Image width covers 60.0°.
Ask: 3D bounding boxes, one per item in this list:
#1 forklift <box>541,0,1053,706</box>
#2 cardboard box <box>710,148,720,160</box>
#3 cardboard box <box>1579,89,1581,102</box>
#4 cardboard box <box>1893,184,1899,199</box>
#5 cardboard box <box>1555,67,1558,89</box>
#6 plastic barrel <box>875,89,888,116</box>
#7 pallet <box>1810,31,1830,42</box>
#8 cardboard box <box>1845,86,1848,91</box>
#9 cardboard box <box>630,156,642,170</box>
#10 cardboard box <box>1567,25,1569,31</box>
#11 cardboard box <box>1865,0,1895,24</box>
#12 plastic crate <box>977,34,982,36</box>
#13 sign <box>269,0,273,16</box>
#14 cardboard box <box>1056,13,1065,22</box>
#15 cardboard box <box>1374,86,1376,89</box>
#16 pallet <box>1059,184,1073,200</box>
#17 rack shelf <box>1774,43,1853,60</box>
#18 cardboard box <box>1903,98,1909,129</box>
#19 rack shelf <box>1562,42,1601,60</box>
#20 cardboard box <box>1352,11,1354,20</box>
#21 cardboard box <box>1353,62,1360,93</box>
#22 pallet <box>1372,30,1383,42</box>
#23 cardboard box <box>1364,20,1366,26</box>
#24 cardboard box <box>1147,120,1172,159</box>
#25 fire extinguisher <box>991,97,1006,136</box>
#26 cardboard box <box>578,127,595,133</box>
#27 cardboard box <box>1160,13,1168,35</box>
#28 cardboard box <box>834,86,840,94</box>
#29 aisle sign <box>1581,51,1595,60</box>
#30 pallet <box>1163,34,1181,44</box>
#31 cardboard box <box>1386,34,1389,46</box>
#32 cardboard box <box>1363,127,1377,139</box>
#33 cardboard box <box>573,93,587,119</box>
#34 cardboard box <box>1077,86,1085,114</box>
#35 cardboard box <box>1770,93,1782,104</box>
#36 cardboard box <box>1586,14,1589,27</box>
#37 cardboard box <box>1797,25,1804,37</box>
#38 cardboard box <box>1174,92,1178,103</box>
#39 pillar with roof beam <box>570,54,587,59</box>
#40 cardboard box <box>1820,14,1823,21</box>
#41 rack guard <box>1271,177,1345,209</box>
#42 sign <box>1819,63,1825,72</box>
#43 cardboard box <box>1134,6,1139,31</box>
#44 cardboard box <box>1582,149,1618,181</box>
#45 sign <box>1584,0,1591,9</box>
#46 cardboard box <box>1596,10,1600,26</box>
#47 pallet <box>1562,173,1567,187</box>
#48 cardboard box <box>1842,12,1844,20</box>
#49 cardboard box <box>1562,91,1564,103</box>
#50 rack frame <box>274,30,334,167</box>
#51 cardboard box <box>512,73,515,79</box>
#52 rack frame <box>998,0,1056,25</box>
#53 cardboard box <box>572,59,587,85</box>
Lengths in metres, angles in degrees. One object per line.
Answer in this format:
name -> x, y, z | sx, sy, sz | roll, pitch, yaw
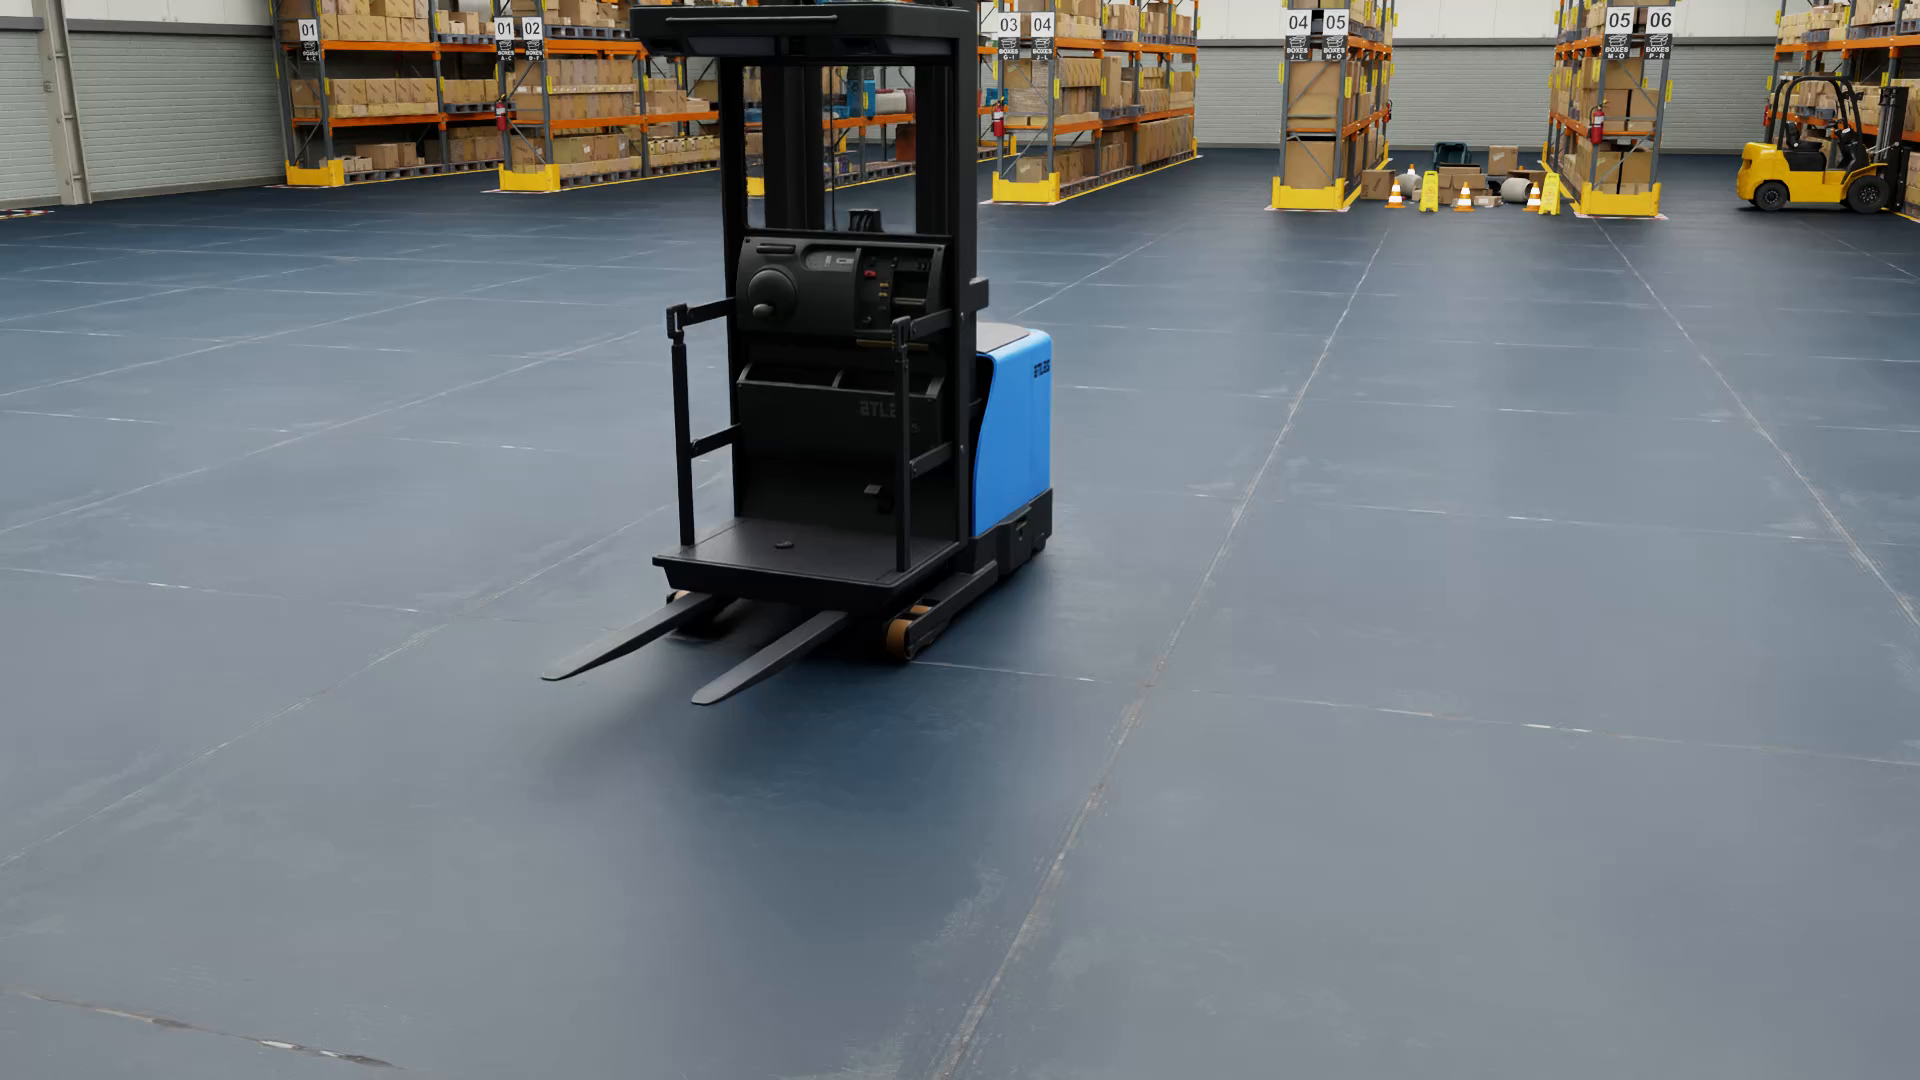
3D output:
forklift -> -0.580, -1.061, 6.697 | 1.130, 2.935, 3.031 | 6, 17, 22
cardboard box -> -5.984, -9.066, 39.065 | 0.500, 0.250, 0.500 | 5, 17, 17
cardboard box -> 11.844, -8.421, 31.023 | 0.500, 0.500, 0.500 | 5, 17, 16
cardboard box -> 15.674, -5.753, 27.383 | 0.500, 0.250, 0.500 | 5, 17, 18
cardboard box -> 14.374, -10.923, 39.326 | 0.500, 0.500, 0.500 | 5, 17, 16
plastic barrel -> -1.766, -9.402, 35.733 | 0.433, 0.535, 0.433 | 0, 16, 0
pallet -> 18.282, -10.384, 34.290 | 1.213, 0.211, 1.003 | 5, 16, 16
cardboard box -> 17.242, -8.651, 31.962 | 0.380, 0.149, 0.250 | 5, 17, 17
cardboard box -> -7.127, -8.038, 35.440 | 0.500, 0.250, 0.500 | 5, 16, 16
cardboard box -> 13.371, -11.081, 36.061 | 0.380, 0.166, 0.250 | 3, 16, 12
cardboard box -> 16.961, -9.726, 30.490 | 0.500, 0.500, 0.500 | 5, 17, 17
plastic crate -> 0.256, -13.086, 43.586 | 0.504, 0.338, 0.767 | 5, 16, 16
sign -> -13.619, -10.551, 32.911 | 0.100, 0.325, 0.005 | 5, 16, 16
cardboard box -> 1.621, -9.158, 29.168 | 0.380, 0.149, 0.250 | 5, 17, 17
cardboard box -> 9.365, -10.457, 38.300 | 0.380, 0.149, 0.250 | 5, 17, 18
pallet -> 1.441, -6.369, 30.399 | 1.003, 0.211, 1.213 | 5, 16, 16
rack shelf -> 19.395, -11.089, 37.748 | 1.077, 0.370, 4.000 | 5, 16, 16
cardboard box -> 15.902, -7.057, 27.531 | 0.500, 0.500, 0.500 | 4, 16, 15
rack shelf -> 13.498, -10.426, 35.412 | 1.077, 0.370, 4.000 | 5, 16, 16
cardboard box -> 6.430, -8.840, 28.008 | 0.380, 0.149, 0.250 | 5, 16, 16
cardboard box -> 6.836, -8.462, 30.411 | 0.875, 0.550, 0.550 | 5, 16, 16
pallet -> 8.023, -10.343, 34.146 | 1.213, 0.211, 1.003 | 5, 17, 18
cardboard box -> 7.666, -10.035, 32.224 | 0.380, 0.149, 0.250 | 5, 16, 16
cardboard box -> 4.403, -9.632, 39.914 | 1.225, 0.875, 0.875 | 5, 16, 16
fire extinguisher -> 0.681, -7.450, 29.239 | 0.296, 0.674, 0.183 | 5, 16, 16
cardboard box -> -9.992, -10.528, 43.120 | 0.750, 0.750, 0.750 | 5, 17, 18
cardboard box -> 4.730, -12.571, 40.521 | 0.700, 0.500, 0.500 | 4, 16, 13
cardboard box -> -3.661, -12.346, 46.177 | 0.500, 0.500, 0.500 | 5, 17, 18
aisle sign -> 15.521, -12.144, 40.884 | 0.394, 0.787, 0.004 | 5, 16, 16
pallet -> 4.808, -12.234, 40.631 | 1.003, 0.211, 1.213 | 5, 16, 16
cardboard box -> 9.977, -11.948, 39.733 | 0.500, 0.250, 0.500 | 5, 17, 18
cardboard box -> 9.323, -9.355, 38.253 | 0.500, 0.250, 0.500 | 4, 16, 14
cardboard box -> -7.906, -8.687, 33.276 | 0.700, 0.500, 0.500 | 5, 17, 16
cardboard box -> 1.883, -8.339, 31.505 | 0.875, 0.500, 0.500 | 5, 16, 16
cardboard box -> 19.576, -10.488, 39.538 | 0.500, 0.250, 0.500 | 5, 17, 16
cardboard box -> 12.651, -10.050, 32.584 | 0.700, 0.500, 0.500 | 5, 16, 16
cardboard box -> 18.861, -11.265, 36.780 | 0.500, 0.250, 0.500 | 4, 16, 14
cardboard box -> 5.096, -10.924, 41.076 | 0.500, 0.250, 0.500 | 5, 16, 16
pillar with roof beam -> -6.185, -14.576, 43.226 | 9.100, 9.000, 0.400 | 5, 16, 16
cardboard box -> 18.021, -10.797, 34.364 | 0.380, 0.149, 0.250 | 5, 17, 16
rack guard -> 5.875, -5.861, 28.078 | 1.175, 0.500, 0.348 | 5, 16, 16
sign -> 20.490, -11.176, 39.532 | 0.100, 0.325, 0.005 | 5, 16, 16
cardboard box -> 3.533, -11.162, 35.588 | 0.500, 0.500, 0.500 | 5, 17, 17
cardboard box -> 10.779, -6.319, 28.007 | 0.500, 0.500, 0.500 | 5, 17, 18
sign -> 11.260, -9.683, 29.803 | 0.100, 0.325, 0.005 | 5, 16, 16
cardboard box -> 10.830, -8.649, 27.559 | 0.500, 0.250, 0.500 | 5, 17, 17
pallet -> 12.706, -7.260, 33.538 | 1.003, 0.211, 1.213 | 5, 16, 16
cardboard box -> 17.707, -10.375, 32.911 | 0.380, 0.149, 0.250 | 4, 16, 14
cardboard box -> 13.239, -9.526, 35.777 | 0.500, 0.250, 0.500 | 4, 16, 14
rack frame -> -13.092, -8.634, 33.271 | 1.000, 3.000, 0.127 | 5, 16, 16
cardboard box -> -10.888, -11.206, 40.161 | 0.380, 0.149, 0.250 | 2, 16, 9
rack frame -> 1.155, -10.367, 28.390 | 1.000, 3.000, 0.127 | 5, 16, 16
cardboard box -> -7.895, -9.328, 33.157 | 0.700, 0.500, 0.500 | 5, 16, 16
